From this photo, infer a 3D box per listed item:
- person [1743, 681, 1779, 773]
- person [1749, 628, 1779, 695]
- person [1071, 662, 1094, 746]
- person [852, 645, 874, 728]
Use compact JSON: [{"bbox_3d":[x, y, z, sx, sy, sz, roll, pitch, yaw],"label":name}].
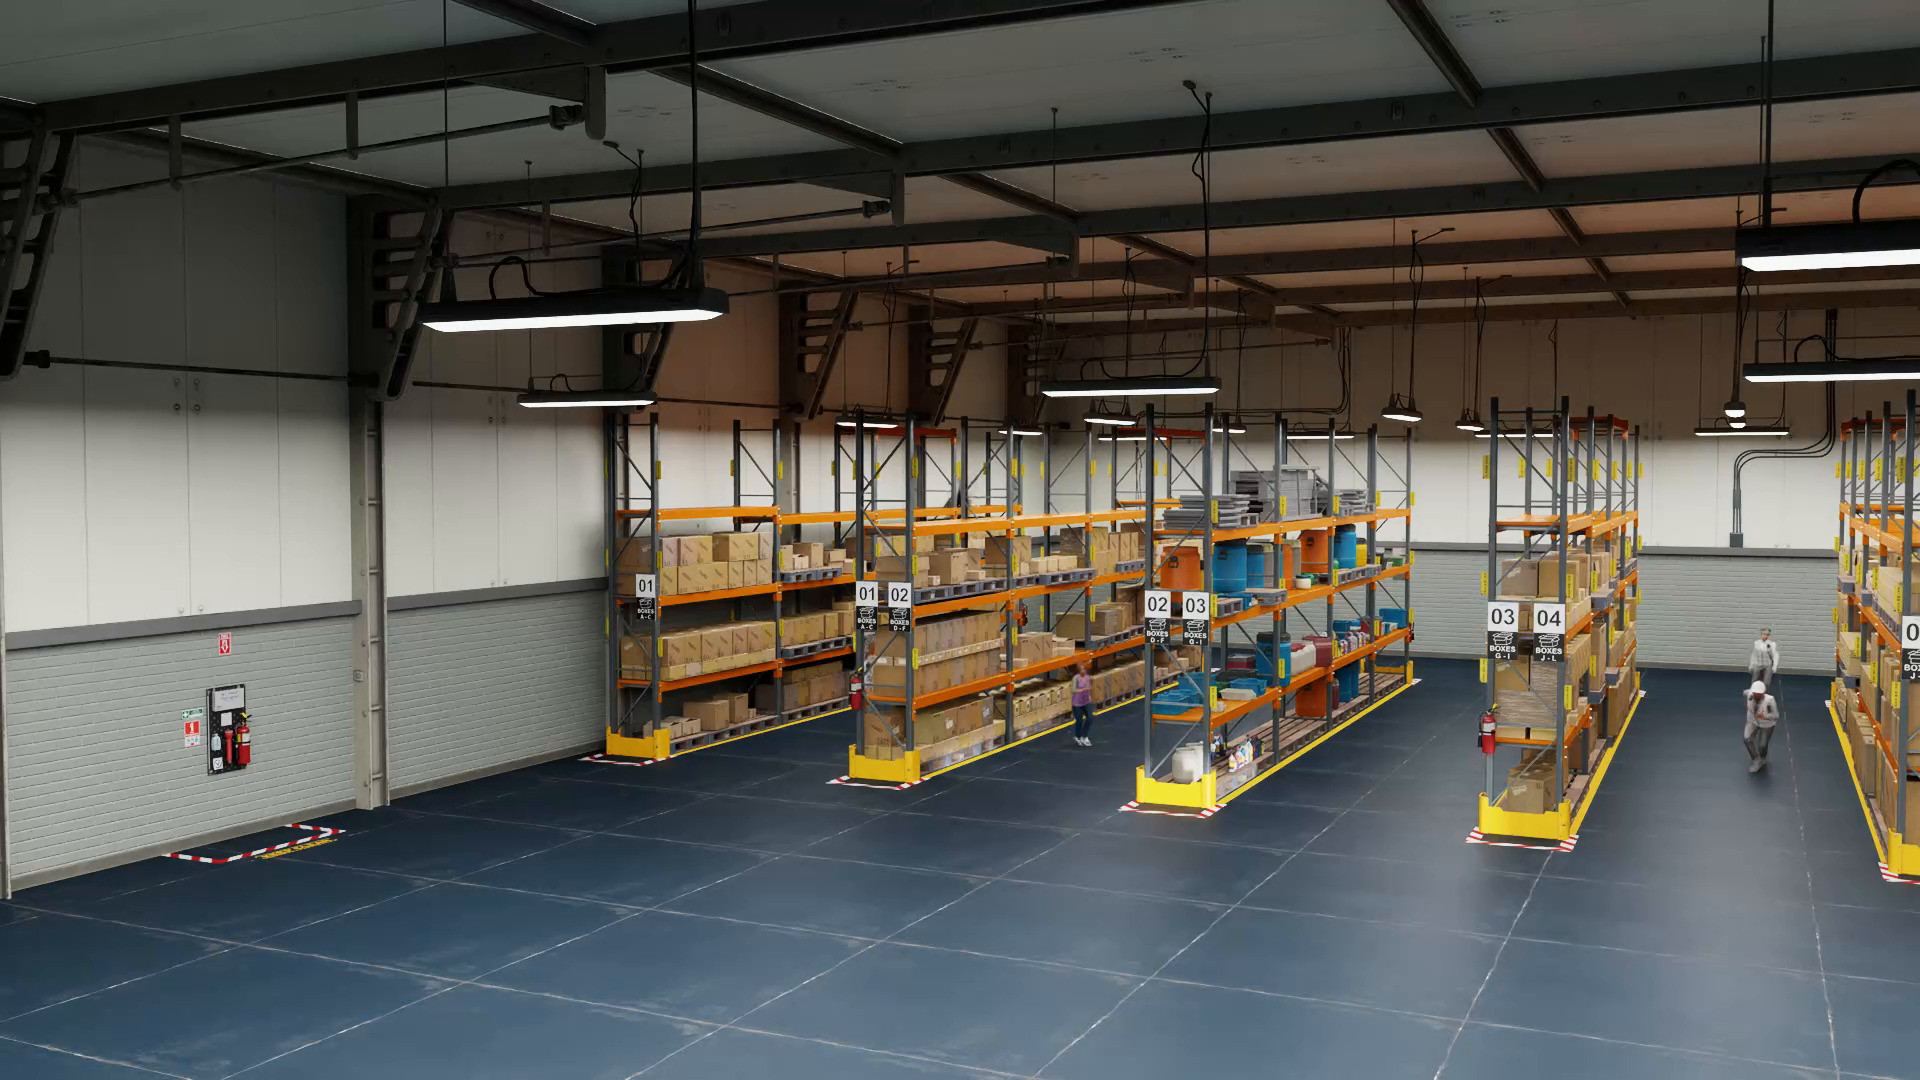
[{"bbox_3d":[13.343,3.076,27.673,0.639,1.556,1.160,2,3,38],"label":"person"},{"bbox_3d":[17.168,2.685,35.522,0.643,1.653,0.639,2,3,40],"label":"person"},{"bbox_3d":[2.169,2.966,29.995,0.470,1.556,0.805,-1,2,-13],"label":"person"},{"bbox_3d":[-1.800,2.817,31.512,0.677,1.691,0.800,1,3,24],"label":"person"}]
